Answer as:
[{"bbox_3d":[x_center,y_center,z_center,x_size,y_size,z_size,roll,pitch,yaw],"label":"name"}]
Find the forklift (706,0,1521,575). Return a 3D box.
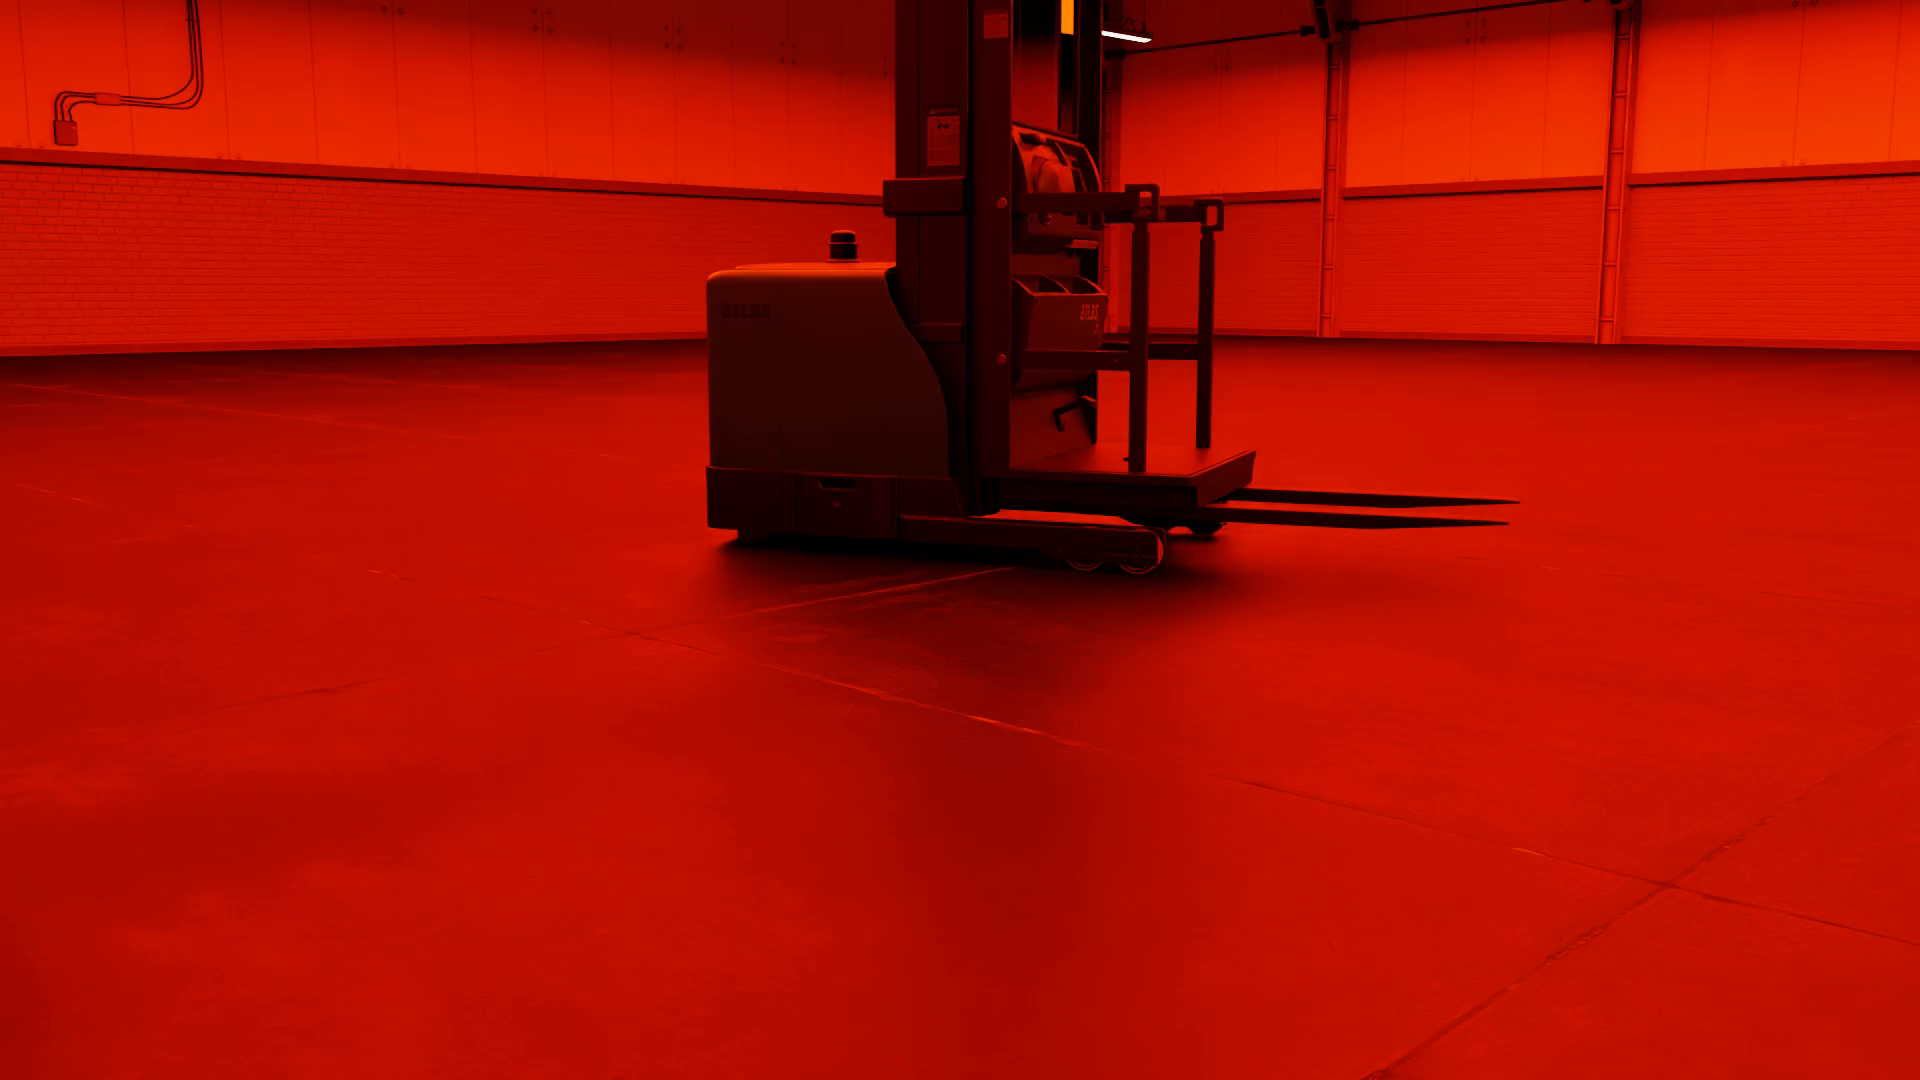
[{"bbox_3d":[0.565,-1.416,6.275,3.031,2.935,1.130,3,9,22],"label":"forklift"}]
